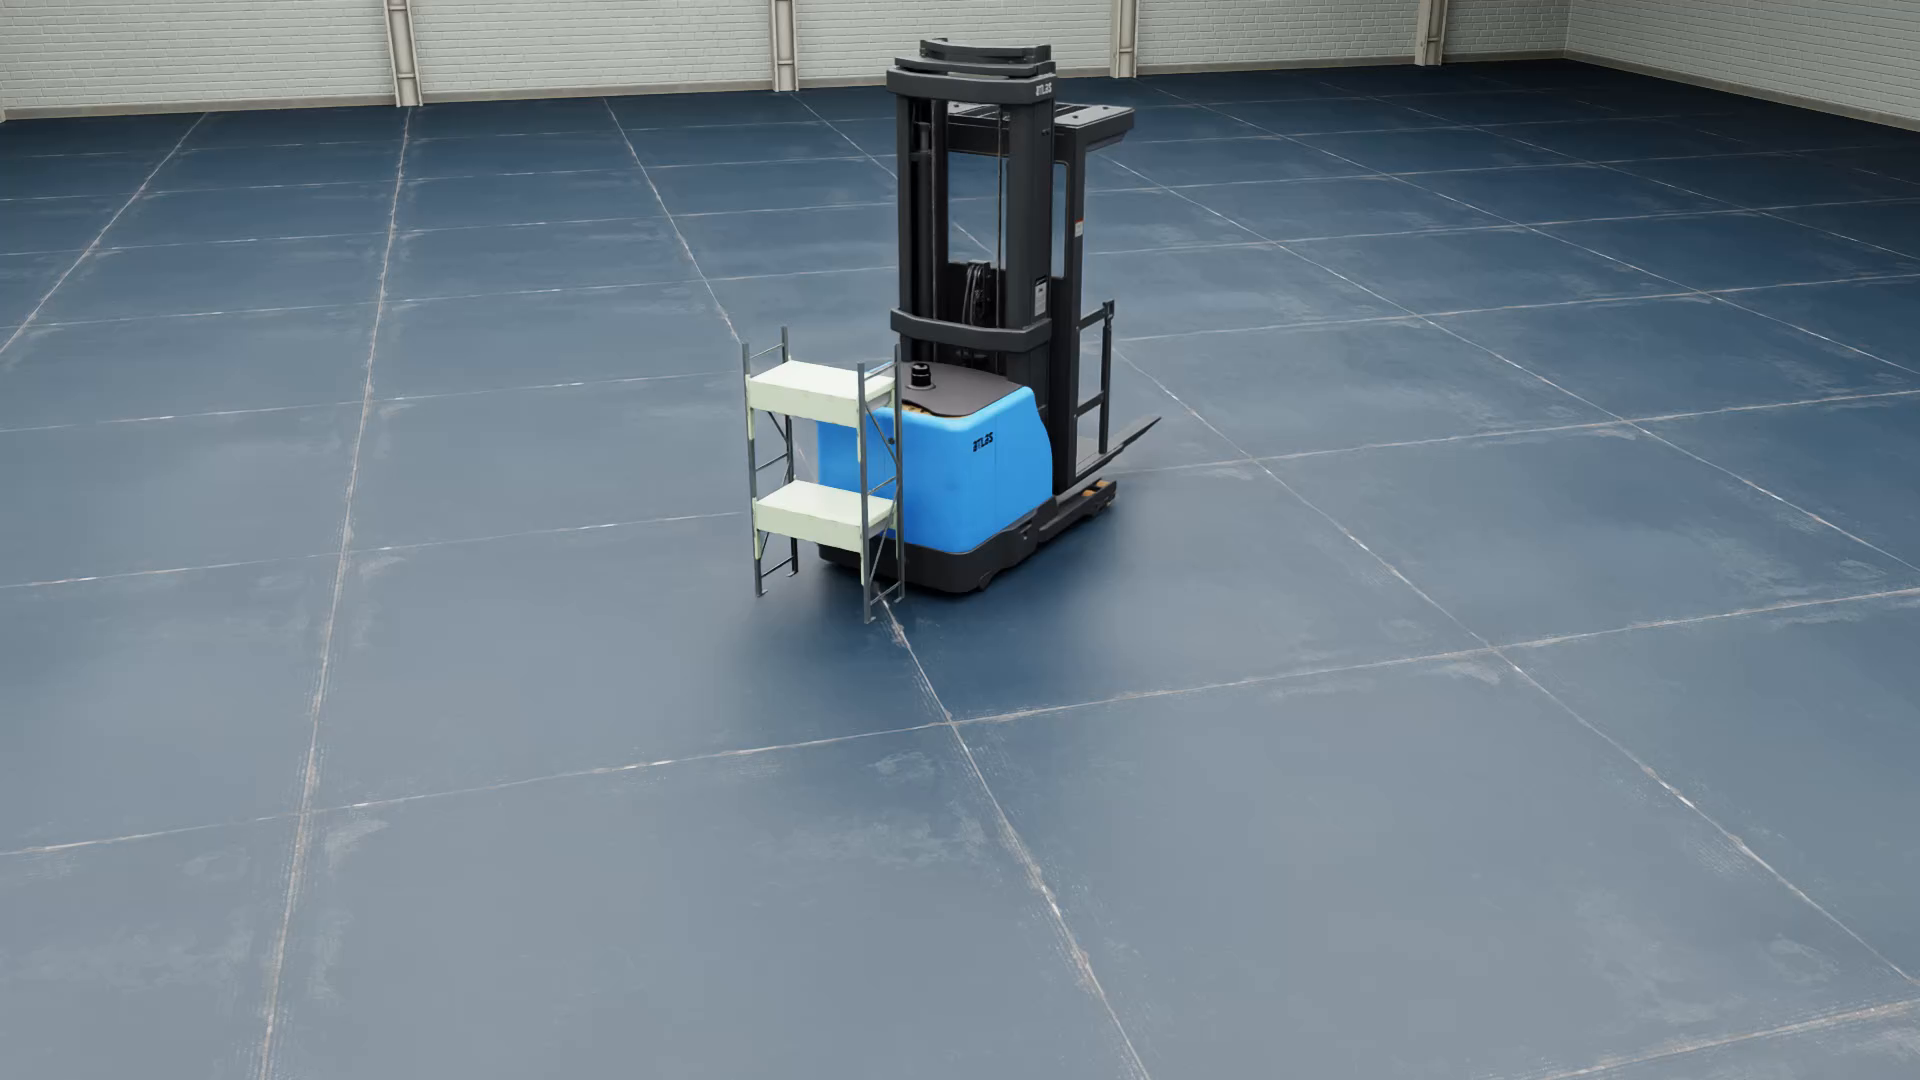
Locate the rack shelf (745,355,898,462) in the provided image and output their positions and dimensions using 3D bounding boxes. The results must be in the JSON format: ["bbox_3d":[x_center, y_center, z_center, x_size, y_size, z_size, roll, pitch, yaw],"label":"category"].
[{"bbox_3d":[-0.742,-0.722,9.038,0.720,0.370,0.431,12,26,27],"label":"rack shelf"}]

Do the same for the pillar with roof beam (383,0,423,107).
[{"bbox_3d":[-7.527,-9.377,20.691,0.400,9.000,9.100,-6,24,-14],"label":"pillar with roof beam"}]

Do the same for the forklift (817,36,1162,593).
[{"bbox_3d":[0.355,-1.584,10.225,1.130,2.935,3.031,13,27,28],"label":"forklift"}]

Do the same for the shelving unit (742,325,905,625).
[{"bbox_3d":[-0.741,-0.364,9.193,0.755,1.500,0.431,12,26,27],"label":"shelving unit"}]

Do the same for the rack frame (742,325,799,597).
[{"bbox_3d":[-1.061,-0.434,9.357,0.023,1.500,0.400,12,26,27],"label":"rack frame"}]

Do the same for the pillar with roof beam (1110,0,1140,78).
[{"bbox_3d":[4.027,-10.655,23.670,0.400,9.000,9.100,-6,24,-14],"label":"pillar with roof beam"}]

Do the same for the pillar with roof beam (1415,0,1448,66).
[{"bbox_3d":[9.804,-11.294,25.159,0.400,9.000,9.100,-6,24,-14],"label":"pillar with roof beam"}]

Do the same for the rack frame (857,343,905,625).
[{"bbox_3d":[-0.422,-0.293,9.029,0.023,1.500,0.400,12,26,27],"label":"rack frame"}]

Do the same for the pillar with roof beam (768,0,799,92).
[{"bbox_3d":[-1.750,-10.016,22.180,0.400,9.000,9.100,-6,24,-14],"label":"pillar with roof beam"}]

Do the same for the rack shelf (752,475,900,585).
[{"bbox_3d":[-0.741,-0.064,9.323,0.720,0.370,0.431,12,26,27],"label":"rack shelf"}]

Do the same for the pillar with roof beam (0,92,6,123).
[{"bbox_3d":[-13.304,-8.738,19.202,0.400,9.000,9.100,-6,24,-14],"label":"pillar with roof beam"}]
